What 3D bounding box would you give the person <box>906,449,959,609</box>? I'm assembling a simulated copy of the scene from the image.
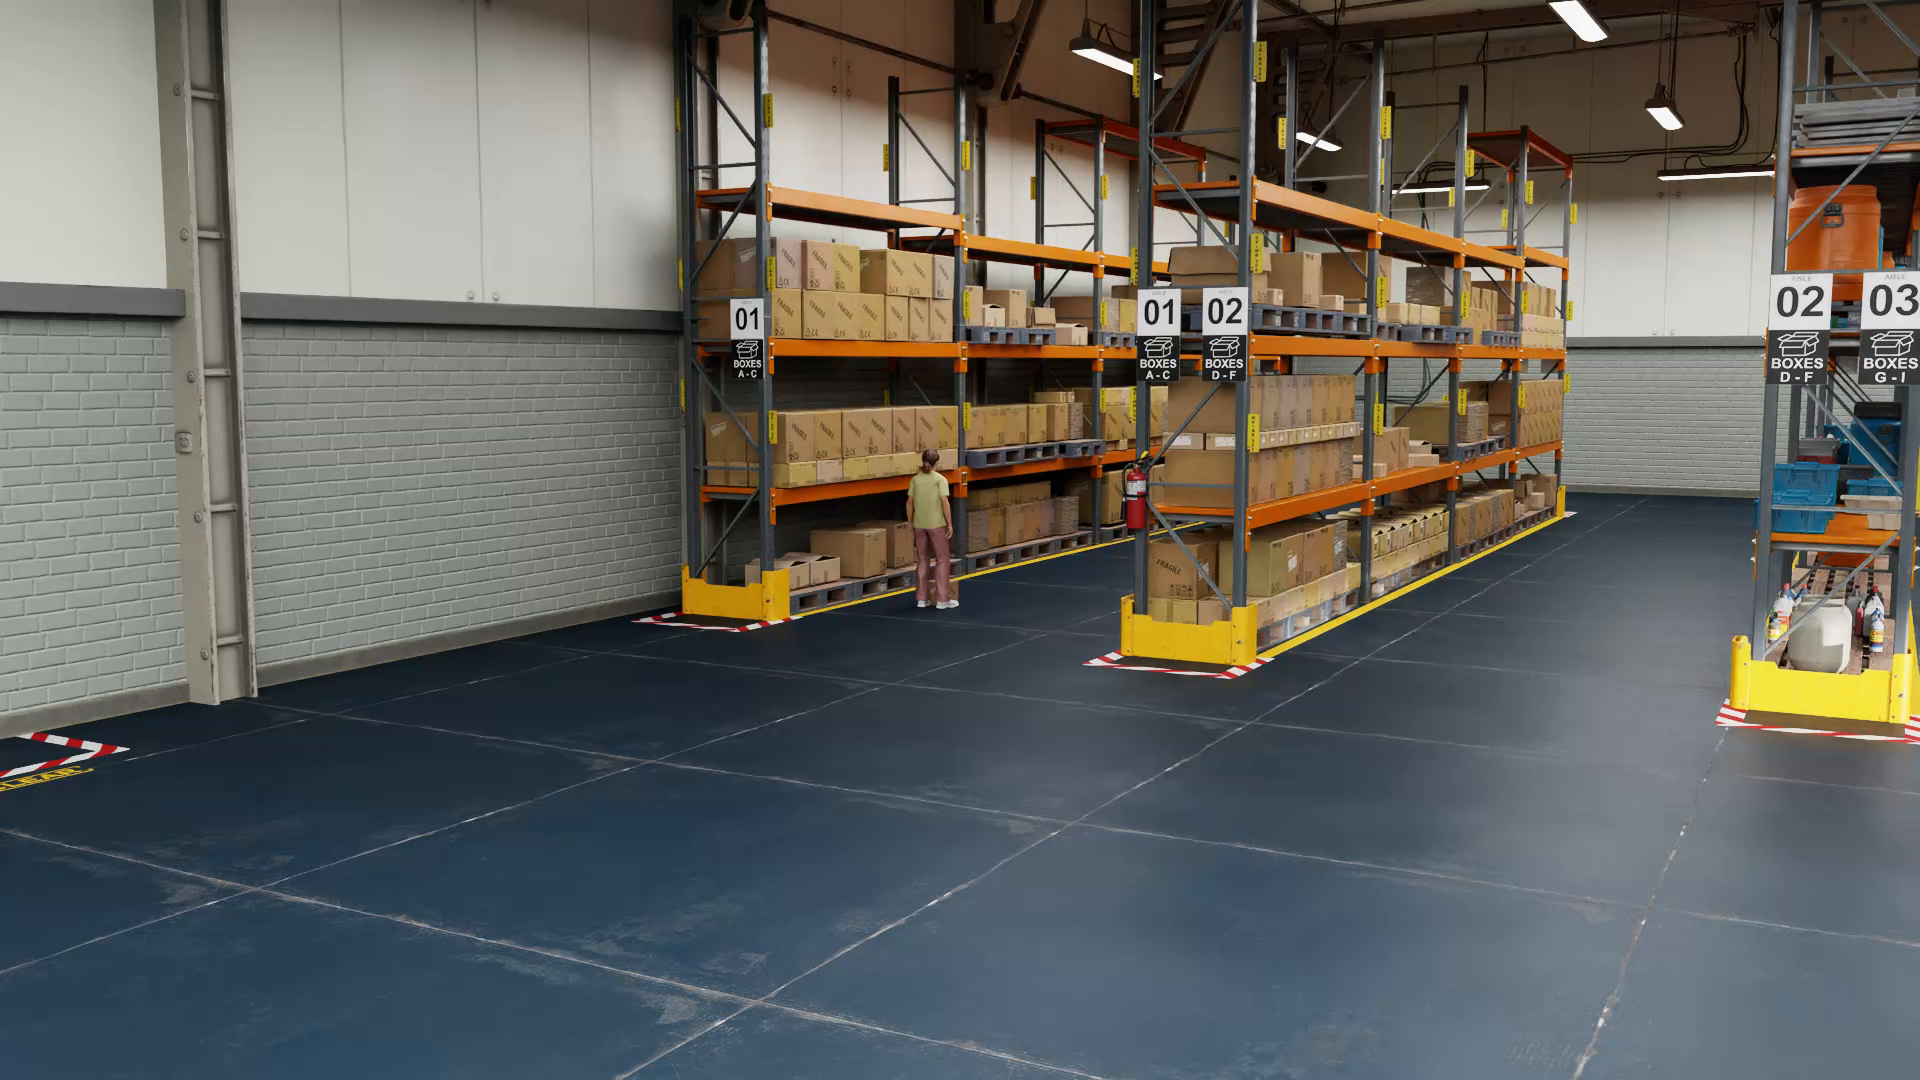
[{"bbox_3d":[-0.303,-0.123,17.509,0.520,1.671,0.366,3,7,25],"label":"person"}]
